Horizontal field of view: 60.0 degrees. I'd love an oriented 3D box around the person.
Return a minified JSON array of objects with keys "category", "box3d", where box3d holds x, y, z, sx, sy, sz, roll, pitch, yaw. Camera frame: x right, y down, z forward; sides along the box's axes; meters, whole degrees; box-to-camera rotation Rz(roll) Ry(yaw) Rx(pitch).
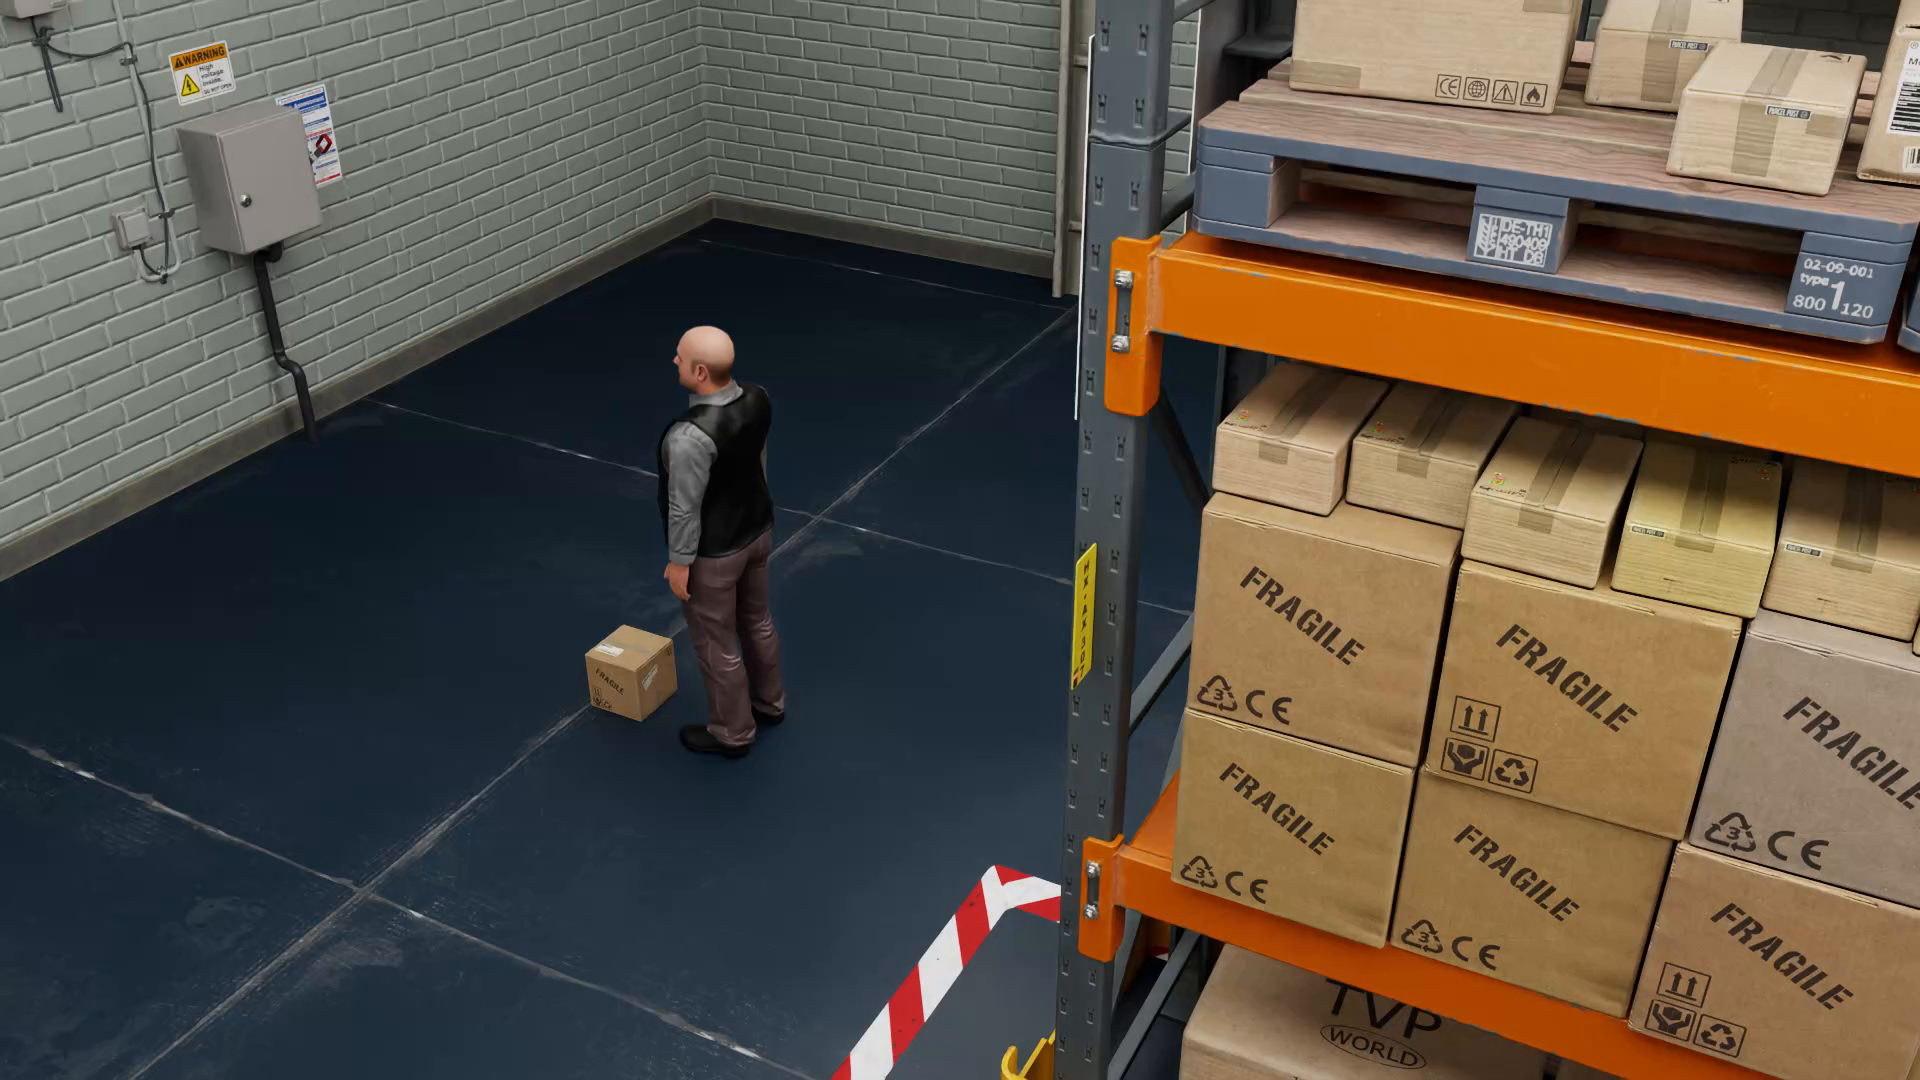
[{"category":"person","box3d":[-0.898,0.014,6.129,0.355,1.725,0.535,15,33,25]}]
